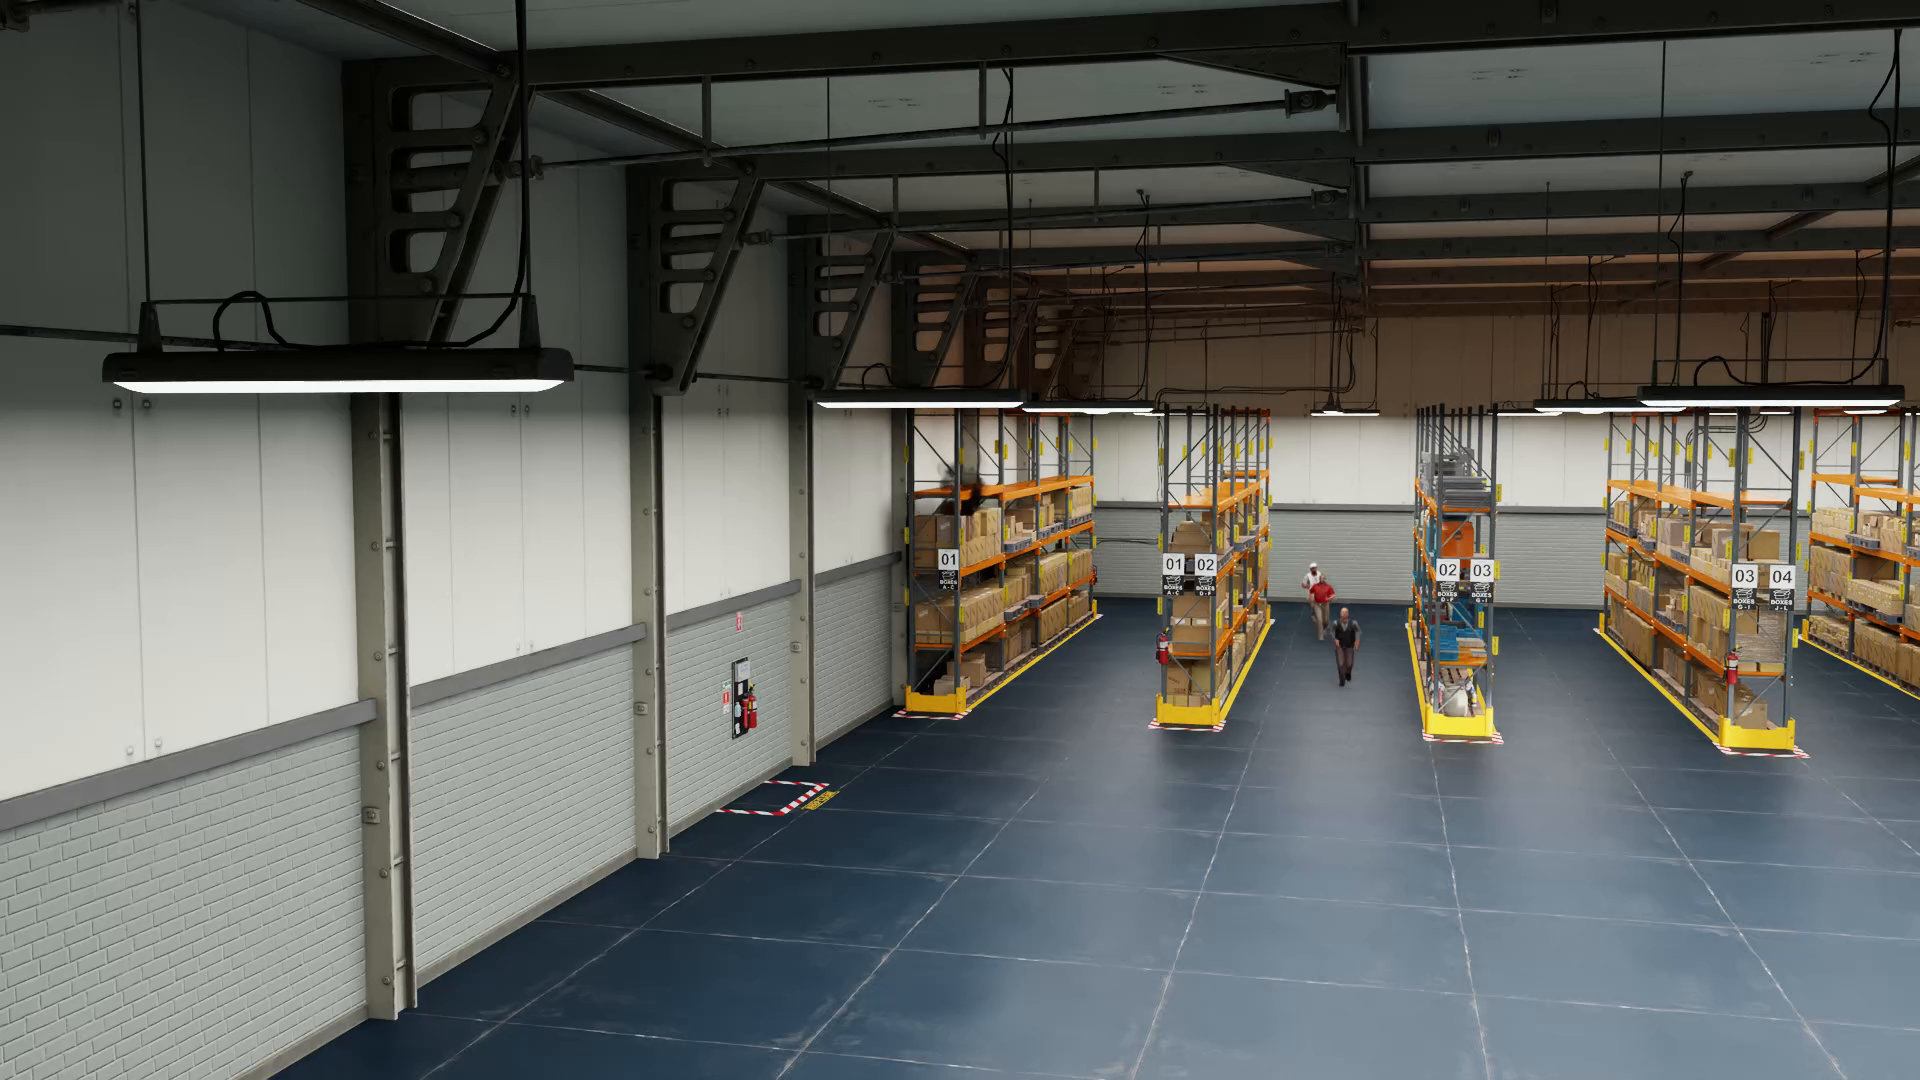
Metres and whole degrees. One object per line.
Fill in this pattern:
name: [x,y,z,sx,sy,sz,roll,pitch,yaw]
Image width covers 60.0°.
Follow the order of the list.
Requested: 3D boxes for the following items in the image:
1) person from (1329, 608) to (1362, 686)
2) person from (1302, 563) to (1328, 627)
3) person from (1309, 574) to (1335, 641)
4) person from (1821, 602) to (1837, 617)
person: [8.261,2.291,35.664,0.692,1.680,0.599,1,4,10]
person: [9.814,1.505,46.062,0.724,1.736,0.900,-1,4,-10]
person: [9.373,1.731,43.074,0.666,1.688,0.788,1,4,10]
person: [23.230,1.752,44.416,0.622,1.464,0.985,-3,5,-39]
